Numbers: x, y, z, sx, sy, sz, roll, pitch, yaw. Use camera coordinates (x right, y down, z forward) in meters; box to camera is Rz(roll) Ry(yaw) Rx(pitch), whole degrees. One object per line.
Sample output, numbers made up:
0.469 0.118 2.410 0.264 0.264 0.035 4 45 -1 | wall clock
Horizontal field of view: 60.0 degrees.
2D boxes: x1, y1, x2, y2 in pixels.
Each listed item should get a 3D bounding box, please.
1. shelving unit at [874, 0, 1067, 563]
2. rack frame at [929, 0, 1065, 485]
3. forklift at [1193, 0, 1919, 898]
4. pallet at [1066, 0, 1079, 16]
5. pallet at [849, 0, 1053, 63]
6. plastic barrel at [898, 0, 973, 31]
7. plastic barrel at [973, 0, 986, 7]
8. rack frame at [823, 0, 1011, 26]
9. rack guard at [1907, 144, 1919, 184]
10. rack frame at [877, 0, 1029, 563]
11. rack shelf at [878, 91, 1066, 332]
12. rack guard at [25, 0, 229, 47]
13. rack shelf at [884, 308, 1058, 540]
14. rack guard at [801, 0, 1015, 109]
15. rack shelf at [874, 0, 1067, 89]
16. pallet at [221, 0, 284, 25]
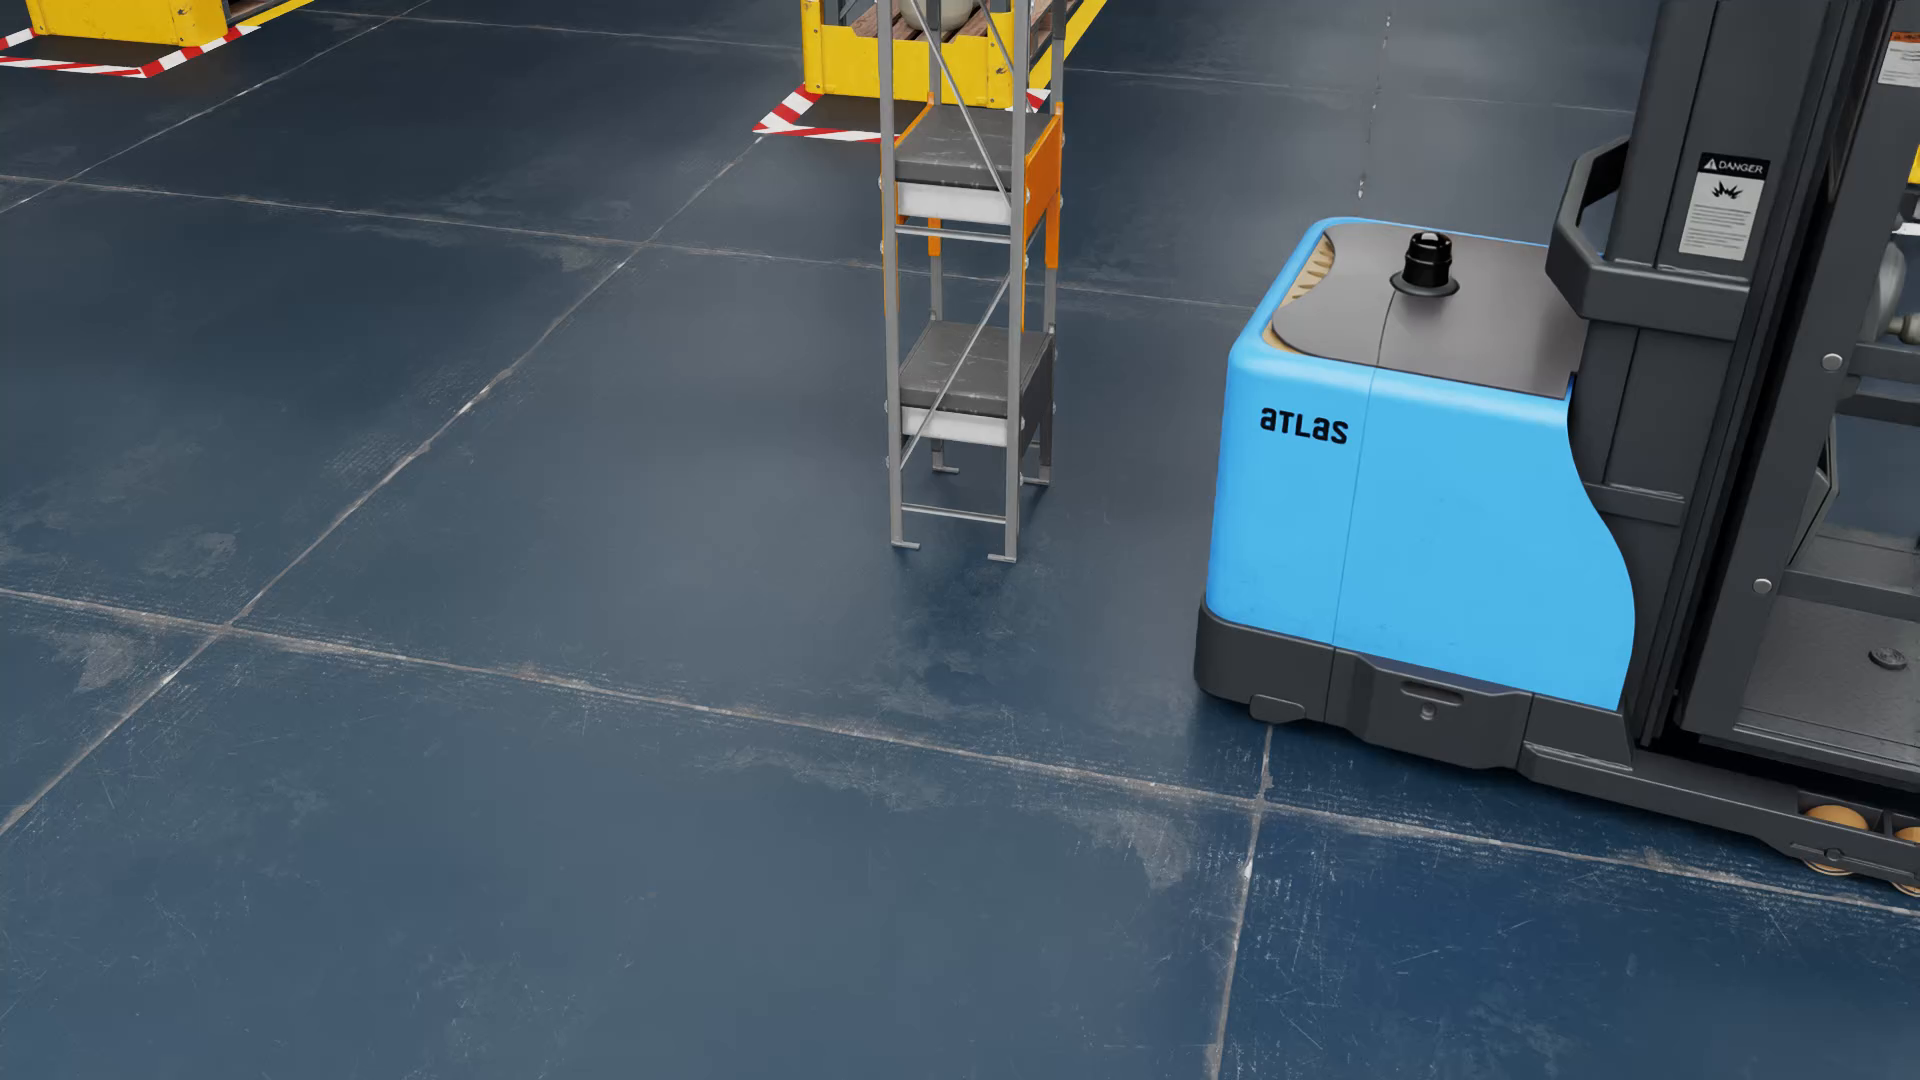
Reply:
0.042 -0.972 4.822 0.431 2.100 0.503 8 33 12 | shelving unit
0.104 -1.099 5.021 0.400 2.100 0.015 8 33 12 | rack frame
2.203 -0.718 3.648 3.031 2.935 1.130 13 35 19 | forklift
0.266 -3.602 10.720 1.003 0.211 1.213 8 33 12 | pallet
-0.046 -2.971 9.727 1.003 0.211 1.213 8 33 12 | pallet
-0.138 -3.160 9.353 0.421 0.512 0.421 0 32 0 | plastic barrel
-0.011 -3.421 9.762 0.421 0.512 0.421 0 32 0 | plastic barrel
-0.231 -3.681 8.245 1.000 3.000 0.127 8 33 12 | rack frame
4.579 -1.991 7.917 1.175 0.500 0.348 8 33 12 | rack guard
-0.020 -0.845 4.623 0.400 2.100 0.015 8 33 12 | rack frame
0.042 -0.960 4.829 0.431 0.518 0.480 8 33 12 | rack shelf
-5.027 -3.290 9.959 1.175 0.500 0.348 8 33 12 | rack guard
0.042 -0.370 5.205 0.431 0.518 0.480 8 33 12 | rack shelf
-0.257 -2.672 8.987 1.175 0.500 0.348 8 33 12 | rack guard
0.042 -1.551 4.454 0.431 0.518 0.480 8 33 12 | rack shelf
-4.868 -3.583 10.690 1.003 0.211 1.213 8 33 12 | pallet
